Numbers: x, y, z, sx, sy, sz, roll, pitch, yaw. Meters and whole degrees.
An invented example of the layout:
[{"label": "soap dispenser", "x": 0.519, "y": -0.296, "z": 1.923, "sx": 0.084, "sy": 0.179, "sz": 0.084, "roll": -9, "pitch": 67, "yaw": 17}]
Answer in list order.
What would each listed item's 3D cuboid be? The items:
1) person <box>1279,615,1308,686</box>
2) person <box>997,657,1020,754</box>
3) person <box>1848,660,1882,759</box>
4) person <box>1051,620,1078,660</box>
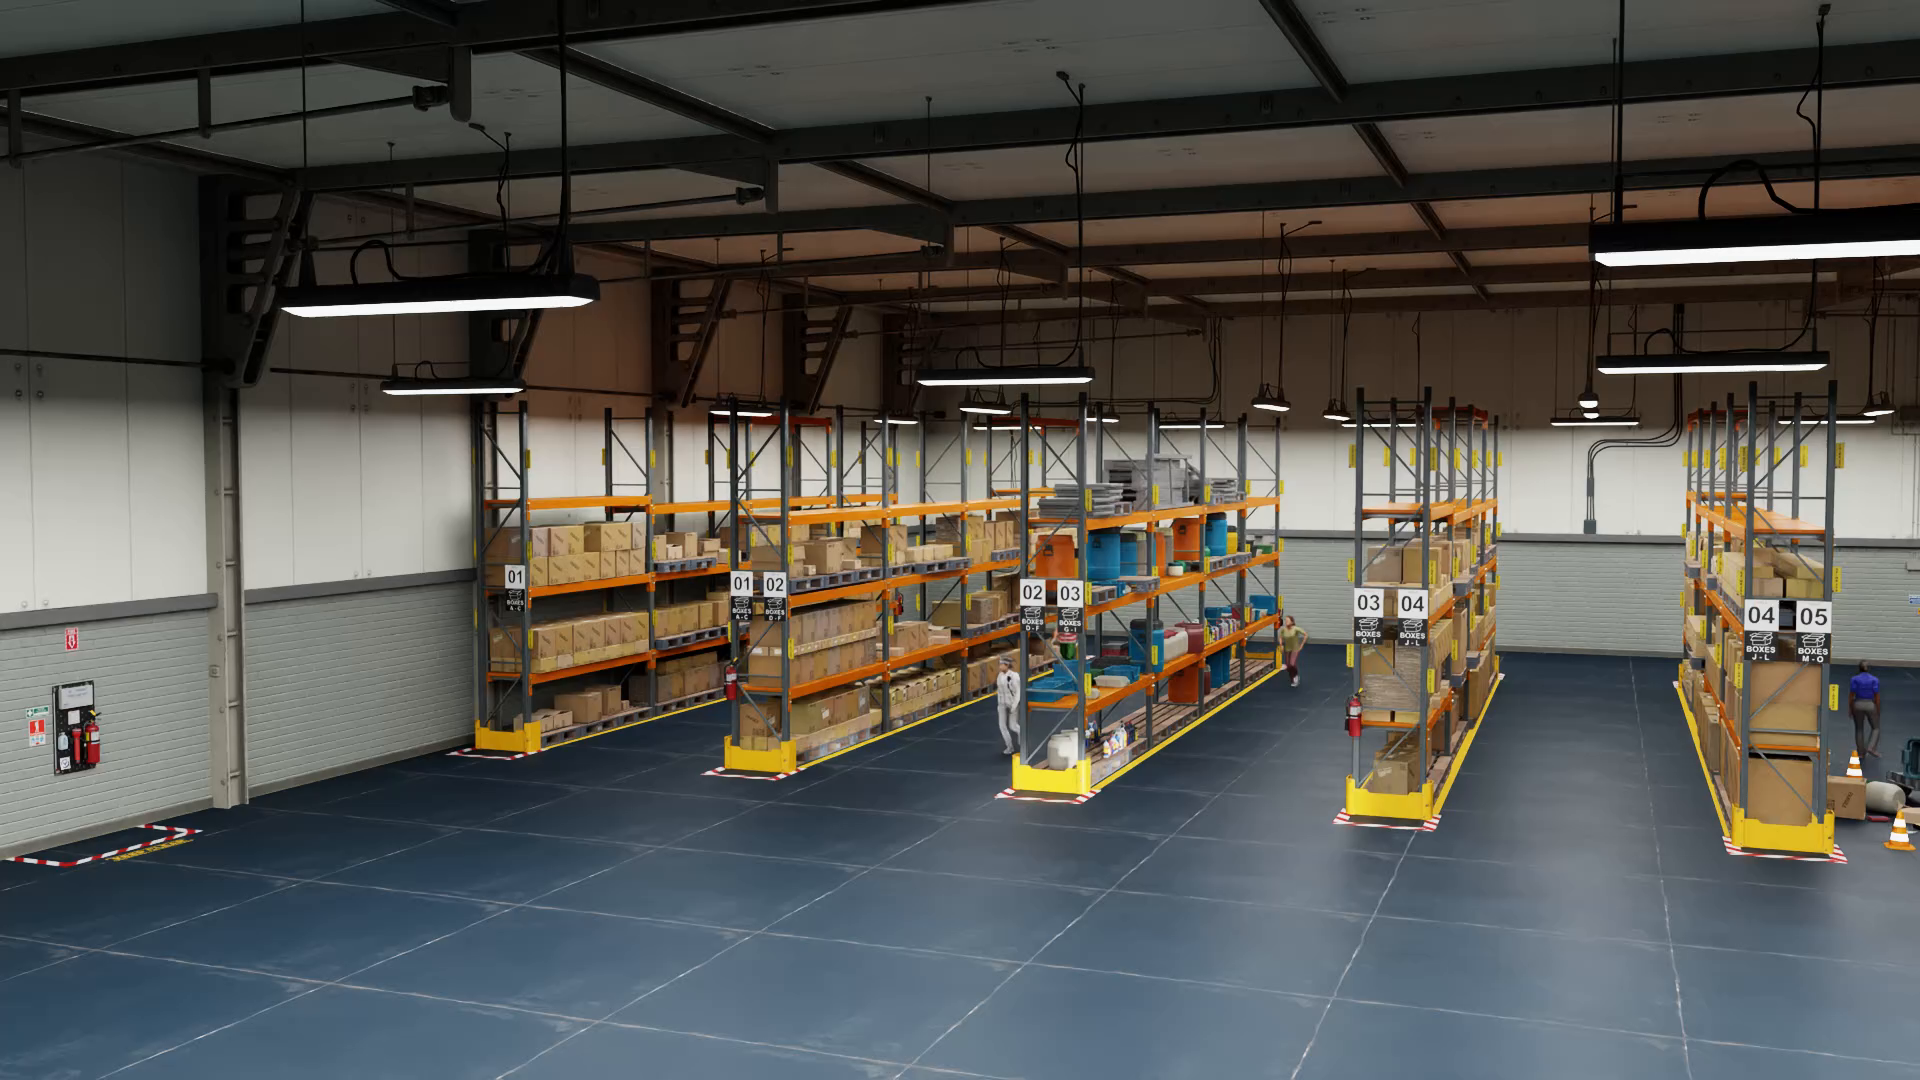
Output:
[{"label": "person", "x": 7.337, "y": 2.435, "z": 36.566, "sx": 0.628, "sy": 1.583, "sz": 0.676, "roll": 2, "pitch": 3, "yaw": 30}, {"label": "person", "x": 0.856, "y": 2.806, "z": 28.426, "sx": 0.547, "sy": 1.644, "sz": 0.552, "roll": 2, "pitch": 3, "yaw": 33}, {"label": "person", "x": 15.089, "y": 2.831, "z": 27.704, "sx": 0.511, "sy": 1.656, "sz": 0.509, "roll": 1, "pitch": 3, "yaw": 28}, {"label": "person", "x": 2.378, "y": 2.295, "z": 37.373, "sx": 0.605, "sy": 1.721, "sz": 1.078, "roll": 1, "pitch": 3, "yaw": 21}]
